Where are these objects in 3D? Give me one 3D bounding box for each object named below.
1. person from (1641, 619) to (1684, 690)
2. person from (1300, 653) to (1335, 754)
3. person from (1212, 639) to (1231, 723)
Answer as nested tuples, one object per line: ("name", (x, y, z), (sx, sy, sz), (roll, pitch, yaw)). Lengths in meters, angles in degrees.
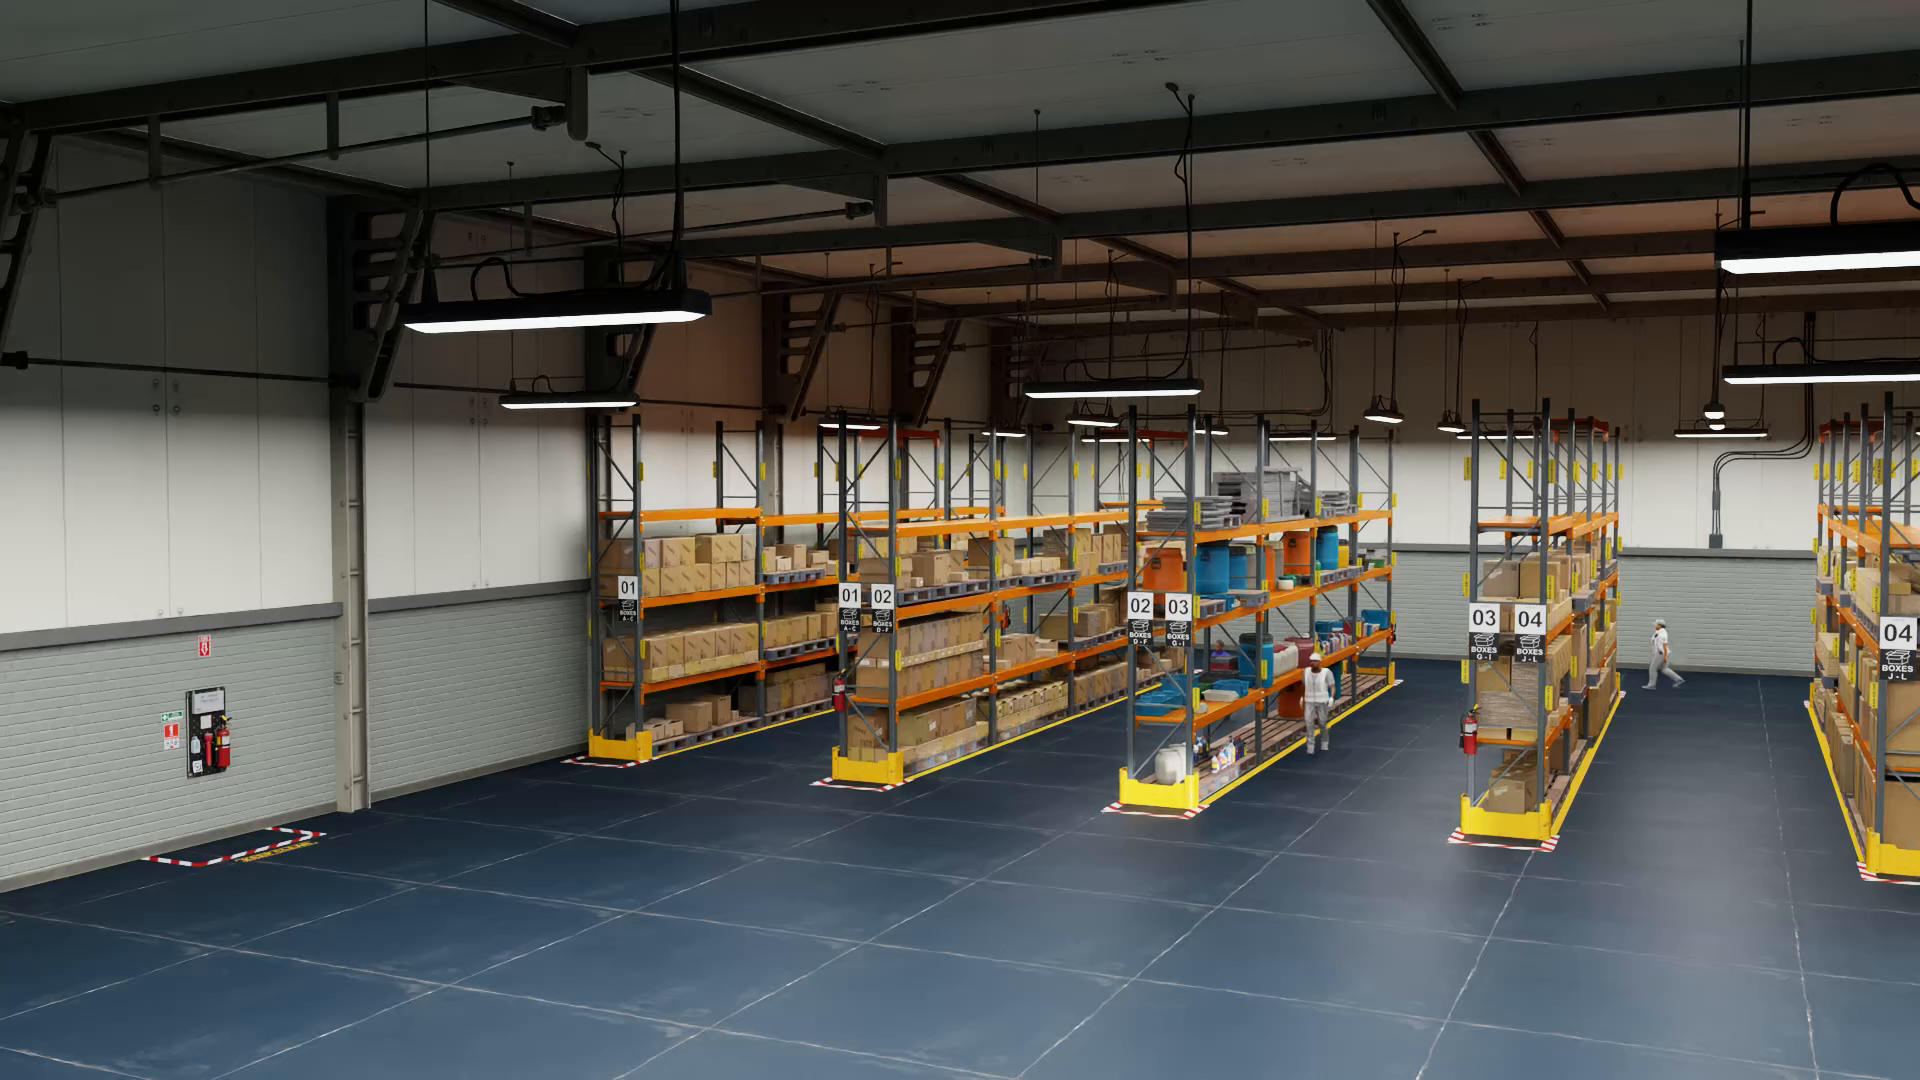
("person", (16.079, 2.614, 38.040), (0.891, 1.622, 0.503), (1, 2, 20))
("person", (6.347, 2.894, 29.599), (0.664, 1.777, 0.862), (1, 3, 23))
("person", (5.211, 2.828, 33.195), (0.493, 1.703, 0.542), (2, 3, 44))
